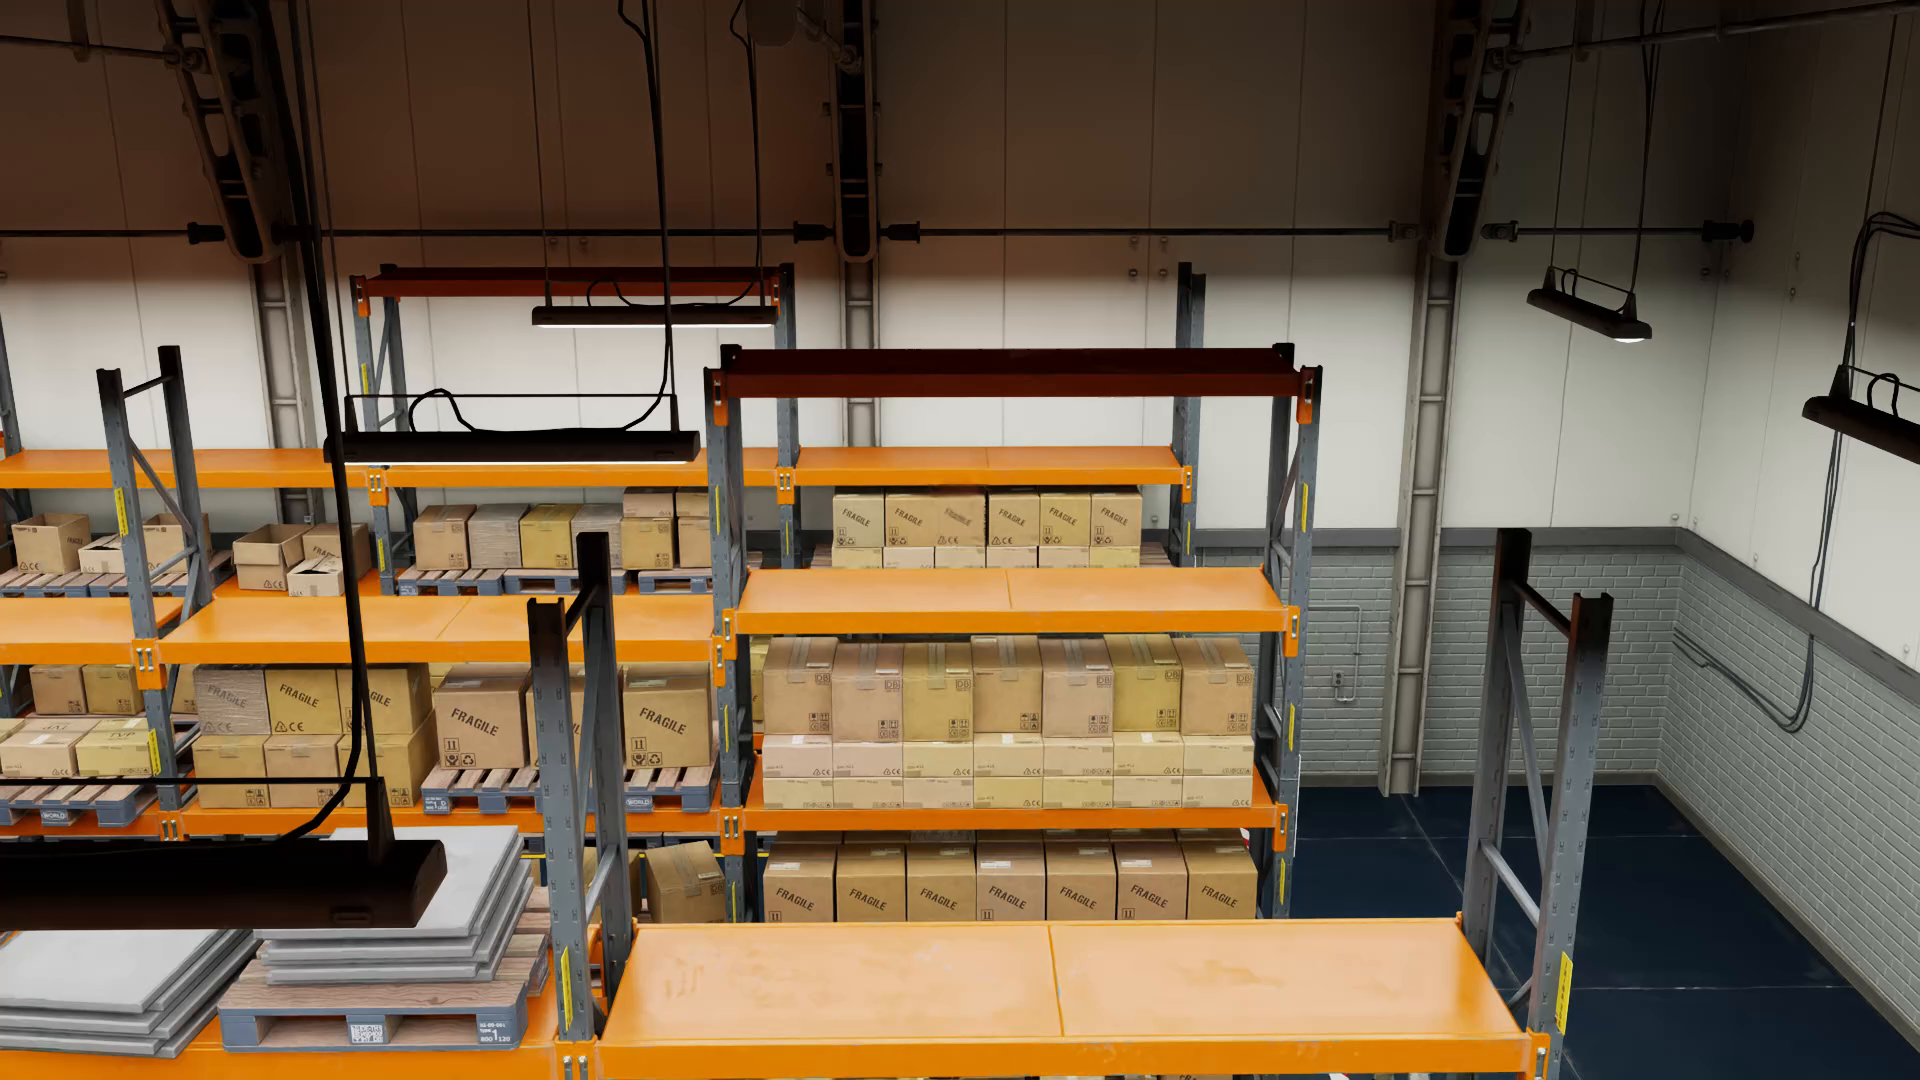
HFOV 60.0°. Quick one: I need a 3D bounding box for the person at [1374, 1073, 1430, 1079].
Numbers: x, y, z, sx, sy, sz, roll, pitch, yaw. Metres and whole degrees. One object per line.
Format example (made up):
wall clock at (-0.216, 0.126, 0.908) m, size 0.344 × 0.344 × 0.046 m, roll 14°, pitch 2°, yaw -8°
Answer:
person at (3.392, 3.698, 12.711) m, size 0.532 × 1.727 × 0.919 m, roll 1°, pitch 16°, yaw 2°
